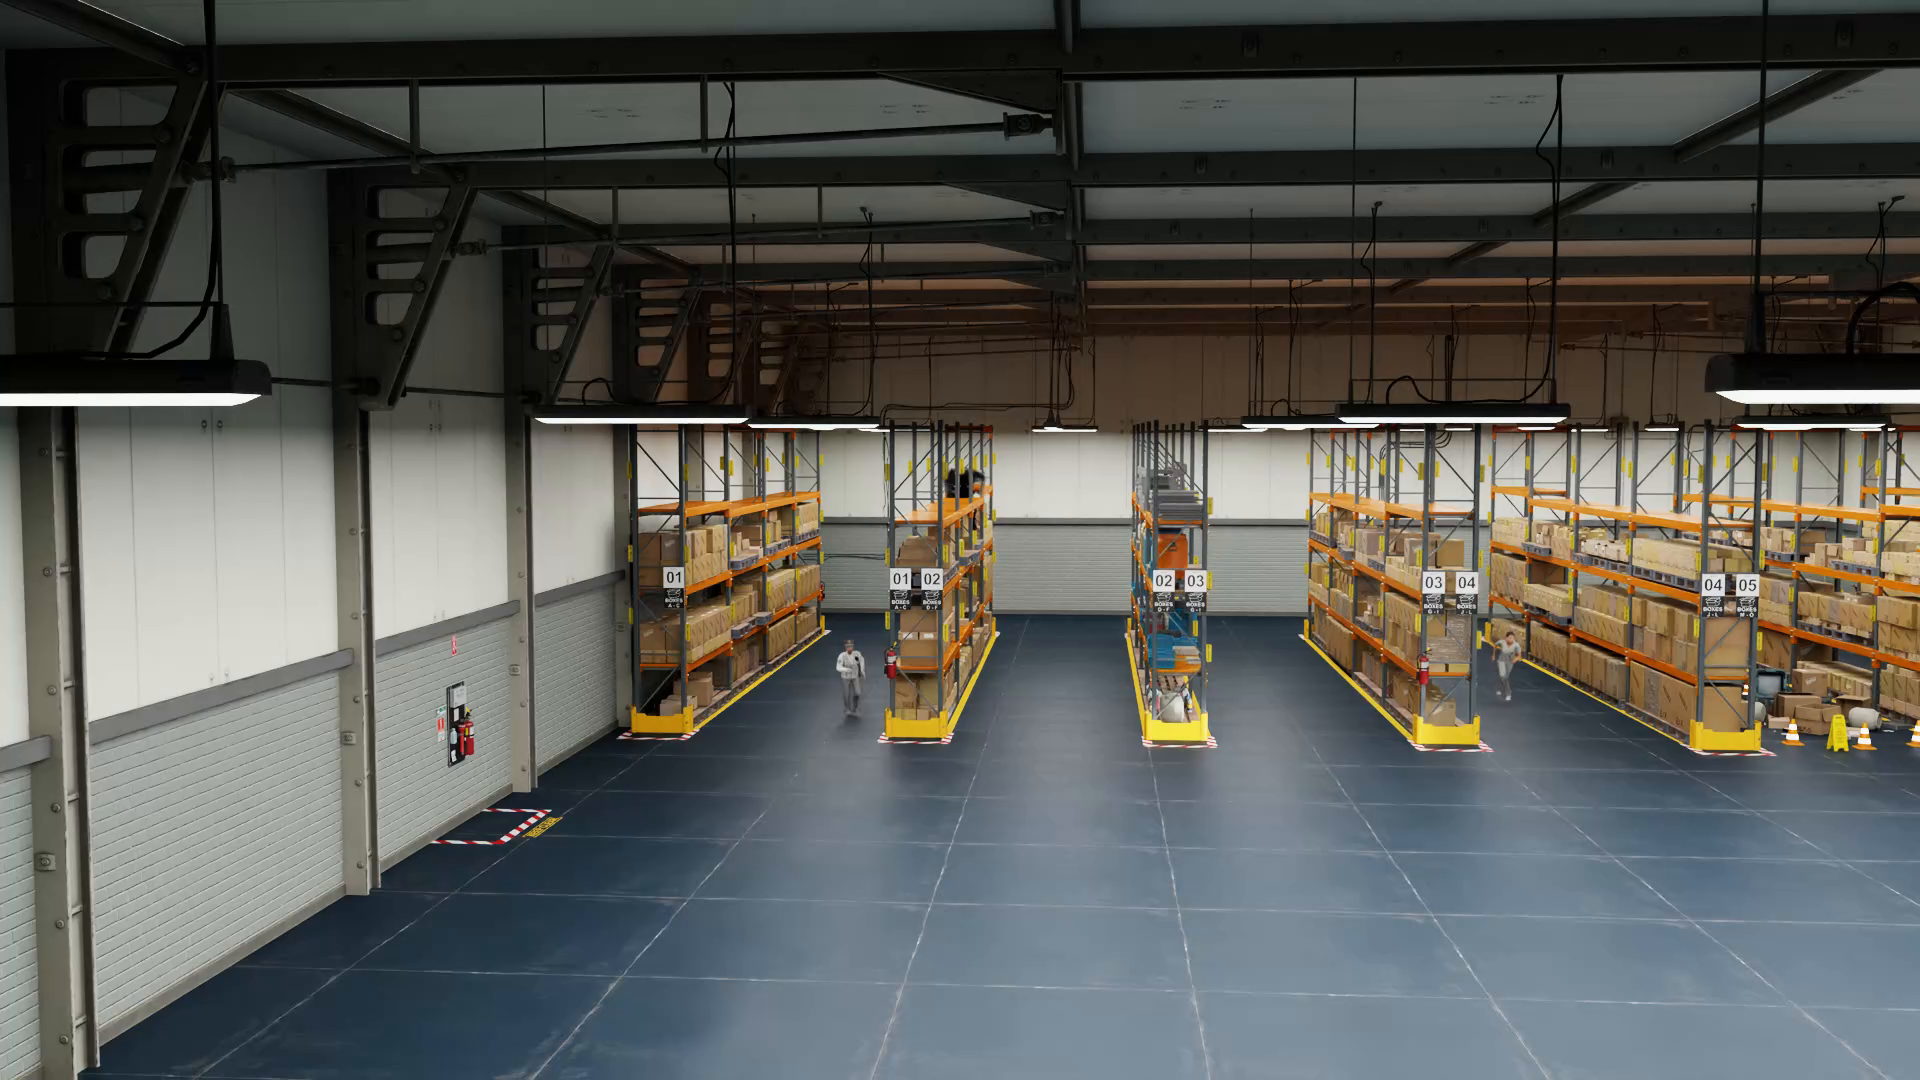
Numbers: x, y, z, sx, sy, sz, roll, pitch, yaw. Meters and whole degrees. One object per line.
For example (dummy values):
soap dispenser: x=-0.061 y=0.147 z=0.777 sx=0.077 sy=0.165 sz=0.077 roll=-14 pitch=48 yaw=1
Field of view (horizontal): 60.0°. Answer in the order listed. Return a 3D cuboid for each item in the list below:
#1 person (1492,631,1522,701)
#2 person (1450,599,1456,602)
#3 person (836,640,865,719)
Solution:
person: x=11.794 y=2.675 z=35.946 sx=0.573 sy=1.511 sz=1.028 roll=0 pitch=4 yaw=8
person: x=13.852 y=1.860 z=47.221 sx=0.832 sy=1.720 sz=0.897 roll=-3 pitch=4 yaw=-36
person: x=-2.202 y=2.793 z=33.569 sx=0.600 sy=1.614 sz=0.918 roll=0 pitch=4 yaw=-8
